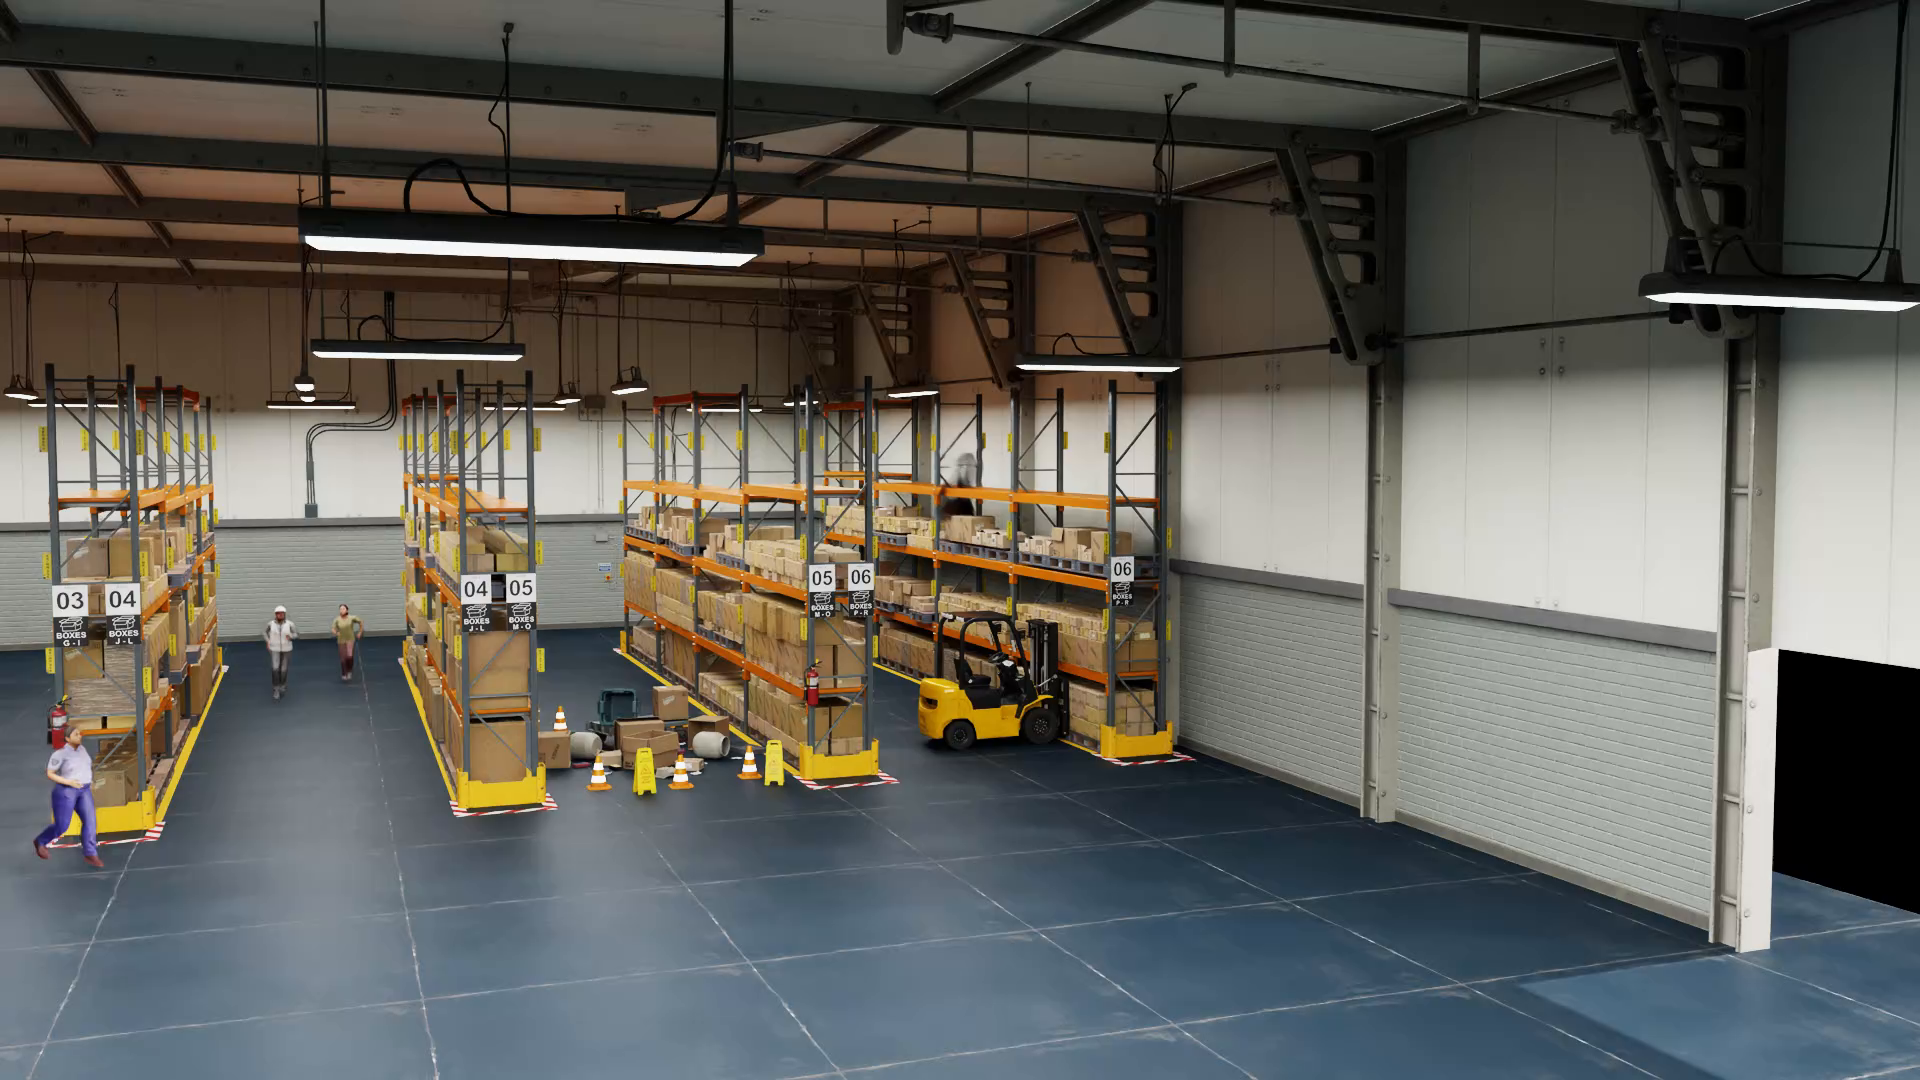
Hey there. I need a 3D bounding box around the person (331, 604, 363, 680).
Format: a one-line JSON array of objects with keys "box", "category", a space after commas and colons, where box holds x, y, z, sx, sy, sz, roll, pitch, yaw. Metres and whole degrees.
[{"box": [-12.798, 2.141, 34.706, 0.589, 1.620, 0.783, -1, 3, -11], "category": "person"}]

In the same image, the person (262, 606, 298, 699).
[{"box": [-13.402, 2.210, 32.805, 0.638, 1.834, 0.779, -2, 4, -28], "category": "person"}]

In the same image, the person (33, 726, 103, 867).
[{"box": [-10.529, 3.039, 19.737, 0.950, 1.622, 0.641, 1, 4, 19], "category": "person"}]
